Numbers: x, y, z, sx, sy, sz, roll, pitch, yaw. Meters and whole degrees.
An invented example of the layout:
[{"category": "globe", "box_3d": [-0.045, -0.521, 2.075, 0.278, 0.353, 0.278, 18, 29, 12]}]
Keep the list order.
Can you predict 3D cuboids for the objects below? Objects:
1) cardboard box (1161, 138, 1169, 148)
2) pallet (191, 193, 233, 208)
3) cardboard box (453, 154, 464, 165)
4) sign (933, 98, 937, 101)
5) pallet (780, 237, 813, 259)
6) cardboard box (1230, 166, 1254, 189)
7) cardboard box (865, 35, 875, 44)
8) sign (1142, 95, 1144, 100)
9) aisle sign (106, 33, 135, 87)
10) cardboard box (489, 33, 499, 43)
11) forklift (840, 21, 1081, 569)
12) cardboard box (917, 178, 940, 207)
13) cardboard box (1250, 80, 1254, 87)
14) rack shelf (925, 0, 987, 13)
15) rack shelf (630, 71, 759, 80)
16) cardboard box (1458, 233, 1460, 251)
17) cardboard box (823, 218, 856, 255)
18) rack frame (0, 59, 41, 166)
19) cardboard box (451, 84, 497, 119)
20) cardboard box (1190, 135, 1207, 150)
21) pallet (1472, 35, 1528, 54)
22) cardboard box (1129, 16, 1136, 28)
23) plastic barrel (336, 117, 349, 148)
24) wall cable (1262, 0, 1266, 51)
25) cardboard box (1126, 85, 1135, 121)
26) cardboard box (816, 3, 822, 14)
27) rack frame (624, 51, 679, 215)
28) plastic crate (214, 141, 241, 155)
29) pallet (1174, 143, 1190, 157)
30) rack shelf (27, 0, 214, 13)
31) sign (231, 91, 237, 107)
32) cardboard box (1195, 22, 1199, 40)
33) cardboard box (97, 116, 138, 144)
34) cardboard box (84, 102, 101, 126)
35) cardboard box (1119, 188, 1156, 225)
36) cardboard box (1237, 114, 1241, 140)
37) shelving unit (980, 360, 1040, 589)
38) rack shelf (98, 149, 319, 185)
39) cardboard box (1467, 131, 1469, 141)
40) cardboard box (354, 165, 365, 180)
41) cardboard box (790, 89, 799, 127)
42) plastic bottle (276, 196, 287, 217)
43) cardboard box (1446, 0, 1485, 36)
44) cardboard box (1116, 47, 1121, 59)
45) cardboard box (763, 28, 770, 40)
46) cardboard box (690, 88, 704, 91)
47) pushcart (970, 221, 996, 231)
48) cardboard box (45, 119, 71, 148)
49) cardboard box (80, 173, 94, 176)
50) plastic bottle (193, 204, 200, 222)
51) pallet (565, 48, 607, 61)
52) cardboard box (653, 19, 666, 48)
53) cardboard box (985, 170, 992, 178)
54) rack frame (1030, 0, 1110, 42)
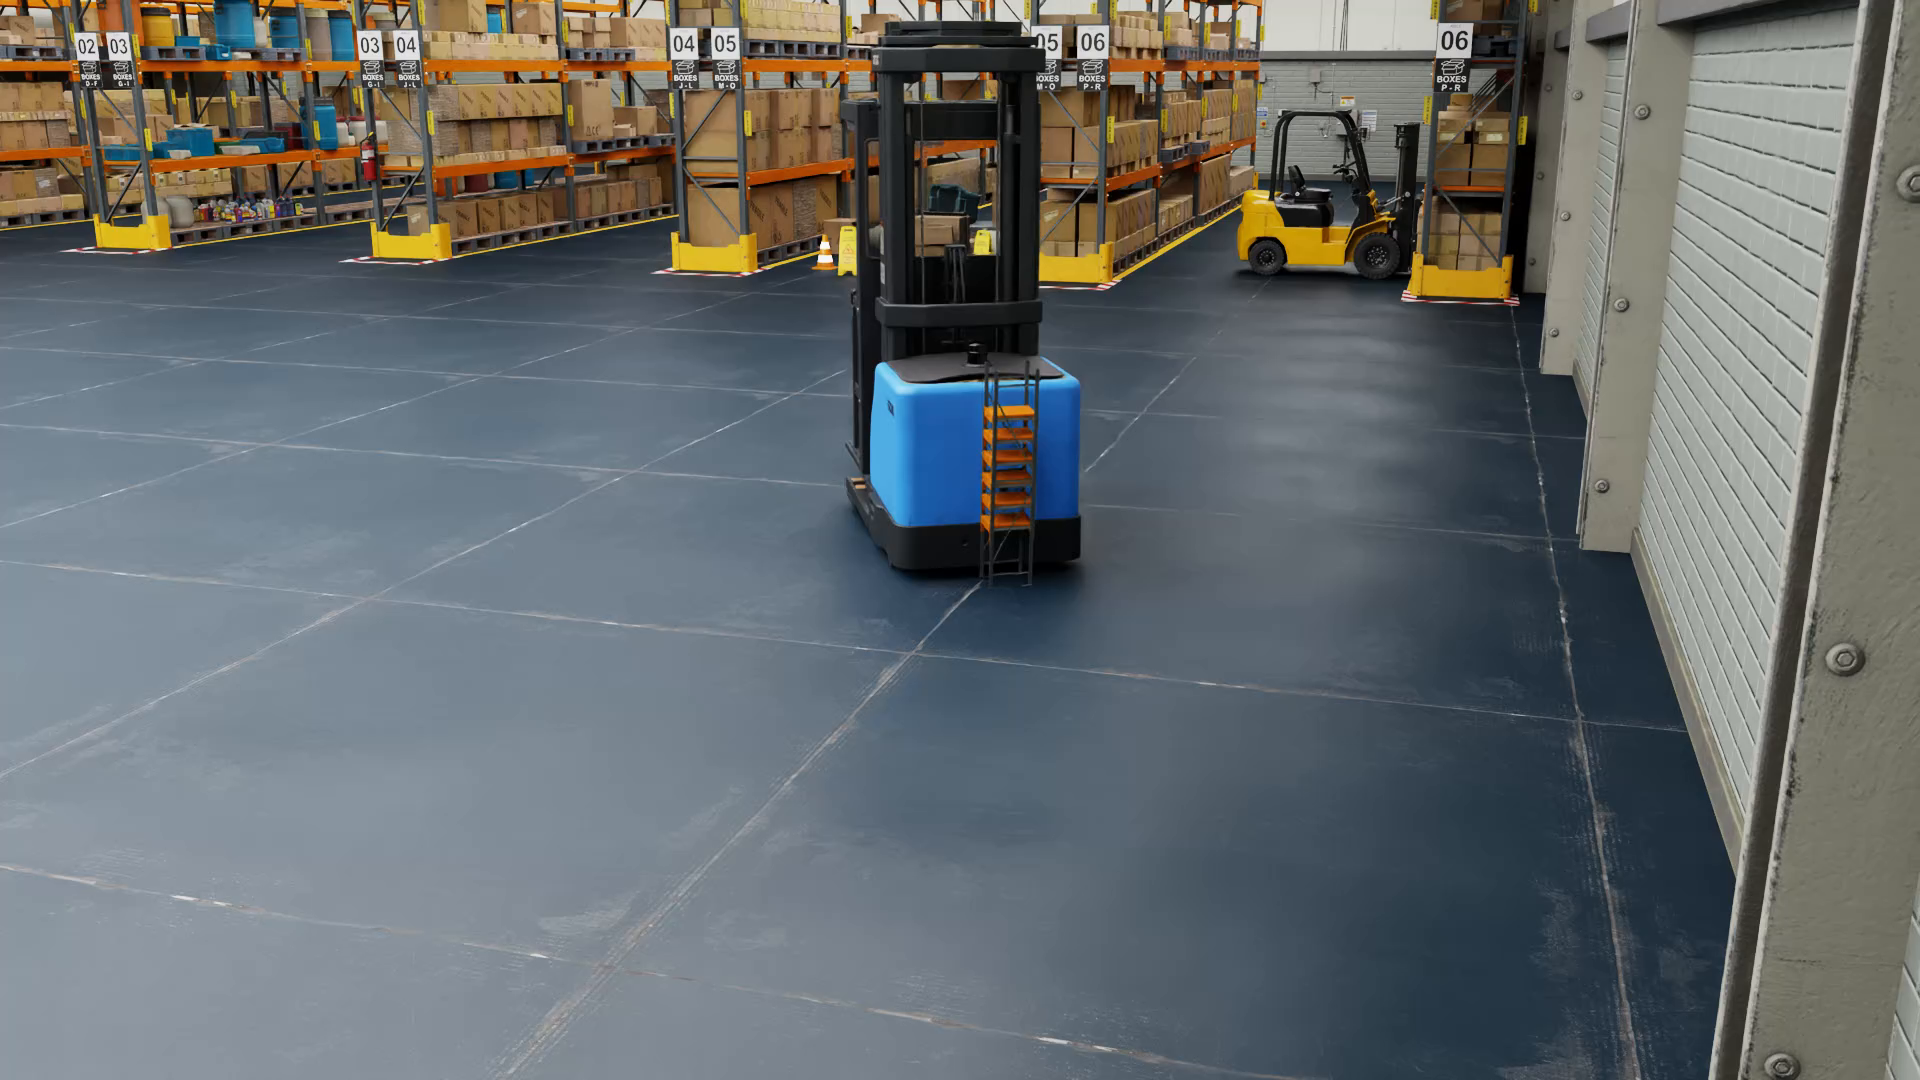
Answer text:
[{"category": "cardboard box", "box_3d": [2.985, -6.089, 25.491, 0.380, 0.149, 0.250, 5, 17, 17]}, {"category": "pallet", "box_3d": [-15.608, -6.918, 33.833, 1.003, 0.211, 1.213, 5, 16, 16]}, {"category": "cardboard box", "box_3d": [-7.629, -5.673, 24.795, 0.380, 0.149, 0.250, 5, 16, 16]}, {"category": "sign", "box_3d": [-0.499, -8.795, 33.753, 0.100, 0.325, 0.005, 5, 16, 16]}, {"category": "pallet", "box_3d": [-2.886, -4.391, 24.923, 1.003, 0.211, 1.213, 5, 16, 16]}, {"category": "cardboard box", "box_3d": [5.843, -7.816, 35.816, 0.875, 0.438, 0.875, 4, 16, 14]}, {"category": "cardboard box", "box_3d": [-1.602, -8.164, 27.127, 0.380, 0.149, 0.250, 5, 16, 16]}, {"category": "sign", "box_3d": [3.129, -7.534, 28.771, 0.100, 0.325, 0.005, 5, 16, 16]}, {"category": "aisle sign", "box_3d": [-12.602, -7.203, 24.964, 0.394, 0.787, 0.004, 5, 16, 16]}, {"category": "cardboard box", "box_3d": [-7.323, -7.703, 25.537, 0.380, 0.149, 0.250, 4, 16, 14]}, {"category": "forklift", "box_3d": [-0.118, -1.608, 10.129, 1.130, 2.935, 3.031, -3, 16, -11]}, {"category": "cardboard box", "box_3d": [-0.667, -6.457, 30.907, 0.500, 0.500, 0.500, 4, 16, 14]}, {"category": "cardboard box", "box_3d": [5.983, -9.617, 35.033, 0.380, 0.149, 0.250, 4, 16, 15]}, {"category": "rack shelf", "box_3d": [-0.545, -10.163, 31.219, 1.077, 0.370, 4.000, 5, 16, 16]}, {"category": "rack shelf", "box_3d": [-5.271, -9.323, 33.023, 1.077, 0.370, 4.000, 5, 16, 16]}, {"category": "cardboard box", "box_3d": [6.140, -3.859, 21.291, 0.500, 0.250, 0.500, 4, 16, 15]}, {"category": "cardboard box", "box_3d": [-1.707, -4.558, 24.979, 0.500, 0.500, 0.500, 8, 18, 25]}, {"category": "rack frame", "box_3d": [-20.087, -8.855, 35.552, 1.000, 3.000, 0.127, 5, 16, 16]}, {"category": "cardboard box", "box_3d": [-7.406, -6.666, 25.274, 0.500, 0.500, 0.500, 5, 16, 16]}, {"category": "cardboard box", "box_3d": [4.042, -6.971, 29.183, 0.500, 0.250, 0.500, 4, 16, 15]}, {"category": "pallet", "box_3d": [6.374, -6.041, 20.296, 1.003, 0.211, 1.213, 5, 16, 16]}, {"category": "cardboard box", "box_3d": [2.145, -6.946, 22.325, 0.380, 0.149, 0.250, 5, 17, 17]}, {"category": "plastic barrel", "box_3d": [-11.243, -7.339, 29.958, 0.433, 0.535, 0.433, 0, 16, 0]}, {"category": "wall cable", "box_3d": [7.281, -13.424, 40.665, 0.463, 3.000, 0.029, 5, 16, 16]}, {"category": "cardboard box", "box_3d": [2.192, -6.462, 24.554, 0.700, 0.500, 0.500, 4, 16, 15]}, {"category": "cardboard box", "box_3d": [-2.263, -7.884, 24.677, 0.380, 0.149, 0.250, 5, 17, 17]}, {"category": "rack frame", "box_3d": [-5.840, -7.703, 31.490, 1.000, 3.000, 0.127, 5, 16, 16]}, {"category": "plastic crate", "box_3d": [-12.382, -6.605, 28.008, 0.450, 0.188, 0.662, 5, 16, 16]}, {"category": "pallet", "box_3d": [3.138, -6.321, 26.969, 1.003, 0.211, 1.213, 5, 16, 16]}, {"category": "rack shelf", "box_3d": [-15.905, -10.296, 31.691, 1.077, 0.370, 4.000, 5, 16, 16]}, {"category": "sign", "box_3d": [-14.804, -8.987, 33.895, 0.100, 0.325, 0.005, 5, 16, 16]}, {"category": "cardboard box", "box_3d": [4.270, -9.466, 31.256, 0.500, 0.500, 0.500, 4, 16, 15]}, {"category": "cardboard box", "box_3d": [-16.090, -7.811, 31.688, 0.500, 0.500, 0.500, 6, 17, 20]}, {"category": "cardboard box", "box_3d": [-19.404, -9.429, 36.812, 0.500, 0.500, 0.500, 5, 16, 16]}, {"category": "cardboard box", "box_3d": [2.614, -4.952, 24.687, 0.500, 0.500, 0.500, 4, 16, 15]}, {"category": "cardboard box", "box_3d": [5.330, -8.263, 33.281, 0.500, 0.500, 0.500, 5, 17, 16]}, {"category": "shelving unit", "box_3d": [0.259, -0.339, 8.803, 0.258, 1.200, 0.189, -4, 21, -14]}, {"category": "rack shelf", "box_3d": [-12.294, -6.171, 27.408, 1.077, 0.370, 4.000, 5, 16, 16]}, {"category": "cardboard box", "box_3d": [6.236, -5.126, 21.034, 0.380, 0.149, 0.250, 5, 16, 15]}, {"category": "cardboard box", "box_3d": [-13.873, -8.530, 38.526, 0.500, 0.311, 0.500, 5, 16, 16]}, {"category": "cardboard box", "box_3d": [-2.861, -6.320, 24.362, 0.875, 0.550, 0.500, 5, 16, 16]}, {"category": "plastic bottle", "box_3d": [-11.686, -5.737, 28.606, 0.144, 0.351, 0.185, 4, 16, 13]}, {"category": "cardboard box", "box_3d": [6.040, -6.333, 20.029, 0.500, 0.500, 0.500, 5, 17, 18]}, {"category": "cardboard box", "box_3d": [1.891, -6.368, 21.745, 0.380, 0.149, 0.250, 5, 17, 17]}, {"category": "cardboard box", "box_3d": [-2.838, -6.968, 22.910, 0.380, 0.149, 0.250, 5, 16, 16]}, {"category": "cardboard box", "box_3d": [-5.429, -8.594, 32.610, 0.797, 0.503, 0.637, 5, 17, 17]}, {"category": "pushcart", "box_3d": [0.325, -4.790, 26.026, 1.648, 0.377, 0.936, -1, 16, -3]}, {"category": "cardboard box", "box_3d": [-16.593, -7.357, 30.087, 0.700, 0.500, 0.500, 4, 16, 14]}, {"category": "cardboard box", "box_3d": [-16.491, -6.839, 31.687, 0.500, 0.311, 0.500, 5, 17, 17]}, {"category": "plastic bottle", "box_3d": [-12.745, -5.445, 27.702, 0.061, 0.283, 0.133, 5, 17, 17]}, {"category": "pallet", "box_3d": [-6.699, -8.162, 27.957, 1.213, 0.211, 1.003, 5, 16, 16]}, {"category": "cardboard box", "box_3d": [-5.736, -9.290, 30.490, 0.500, 0.500, 0.500, 5, 17, 17]}, {"category": "cardboard box", "box_3d": [0.455, -7.597, 34.480, 0.380, 0.149, 0.250, 5, 17, 19]}, {"category": "rack frame", "box_3d": [1.388, -7.728, 20.583, 1.000, 3.000, 0.127, 5, 16, 16]}]
